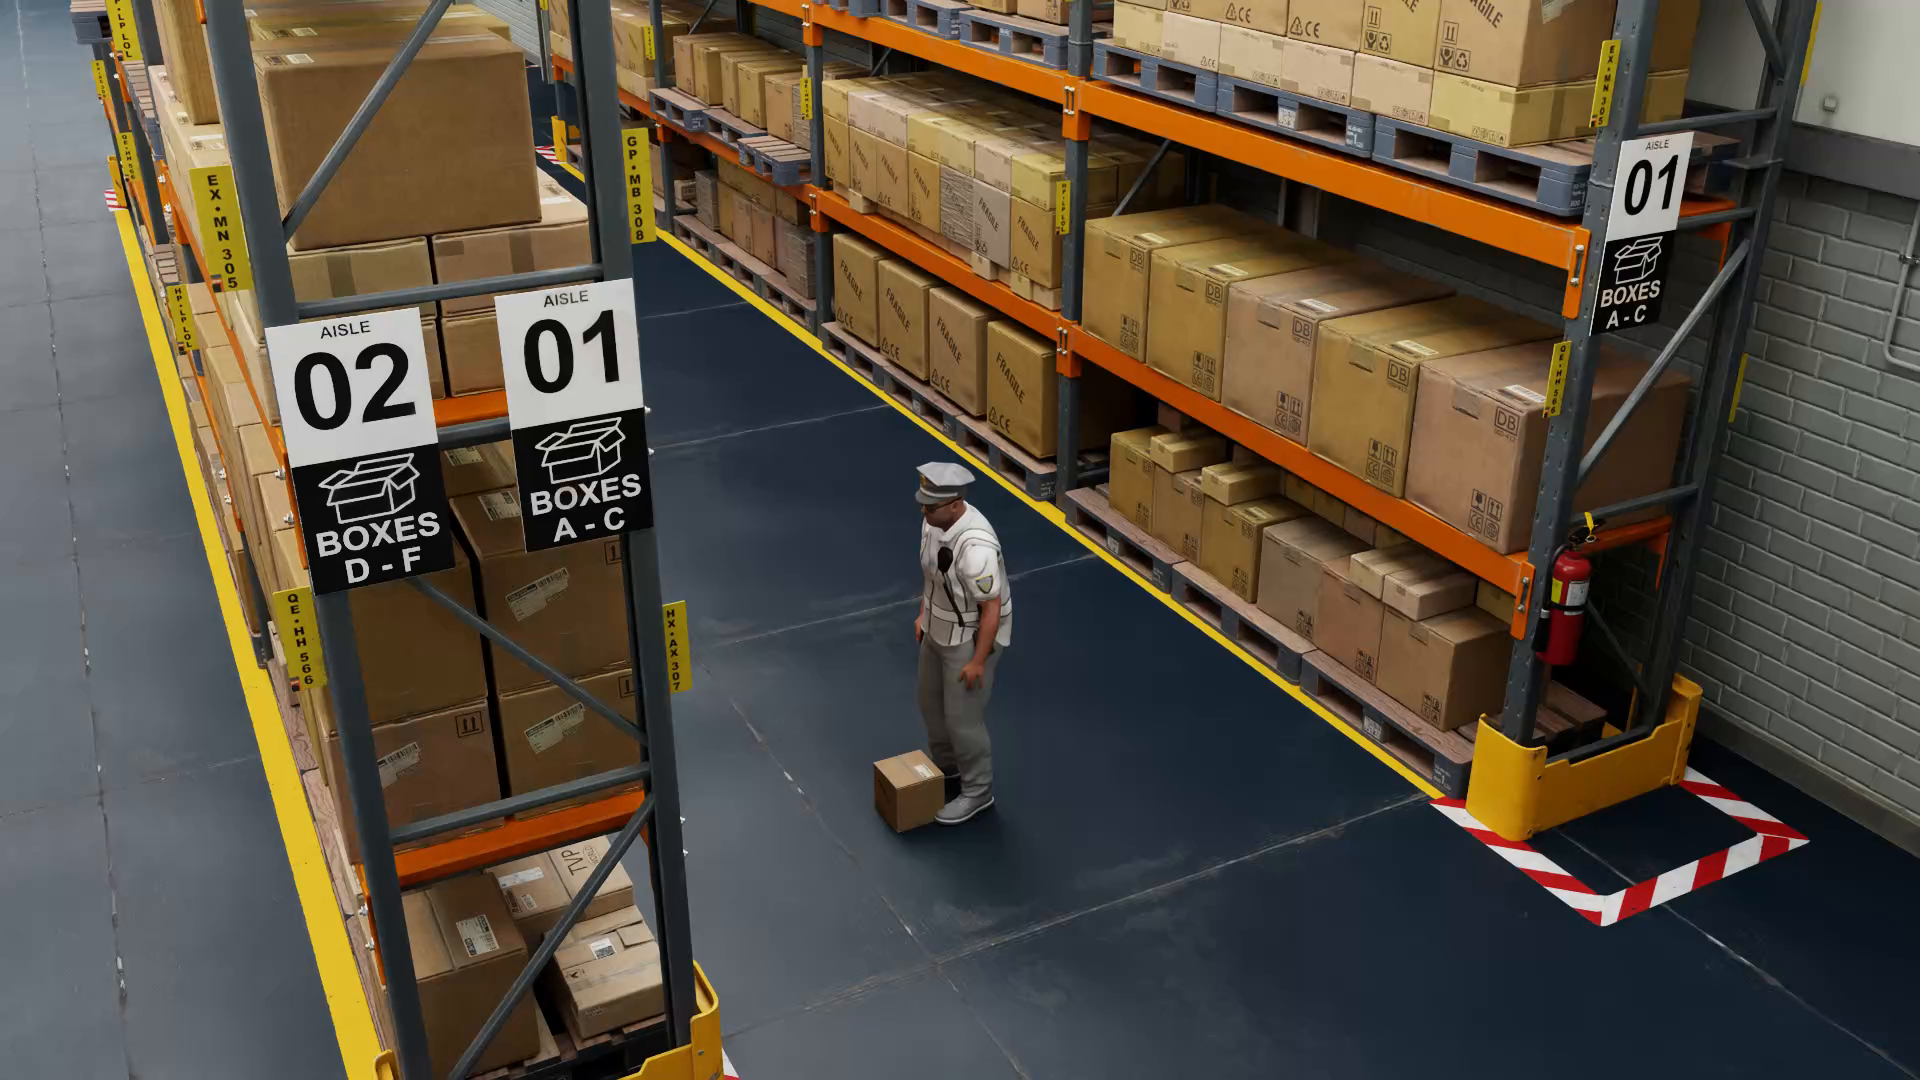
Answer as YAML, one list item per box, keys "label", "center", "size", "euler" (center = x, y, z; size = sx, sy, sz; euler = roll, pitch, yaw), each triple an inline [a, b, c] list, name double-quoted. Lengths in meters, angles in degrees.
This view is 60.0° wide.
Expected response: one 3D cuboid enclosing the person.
- label: "person"
  center: [-0.003, 0.448, 7.655]
  size: [0.432, 1.748, 0.585]
  euler: [-13, 28, -25]
